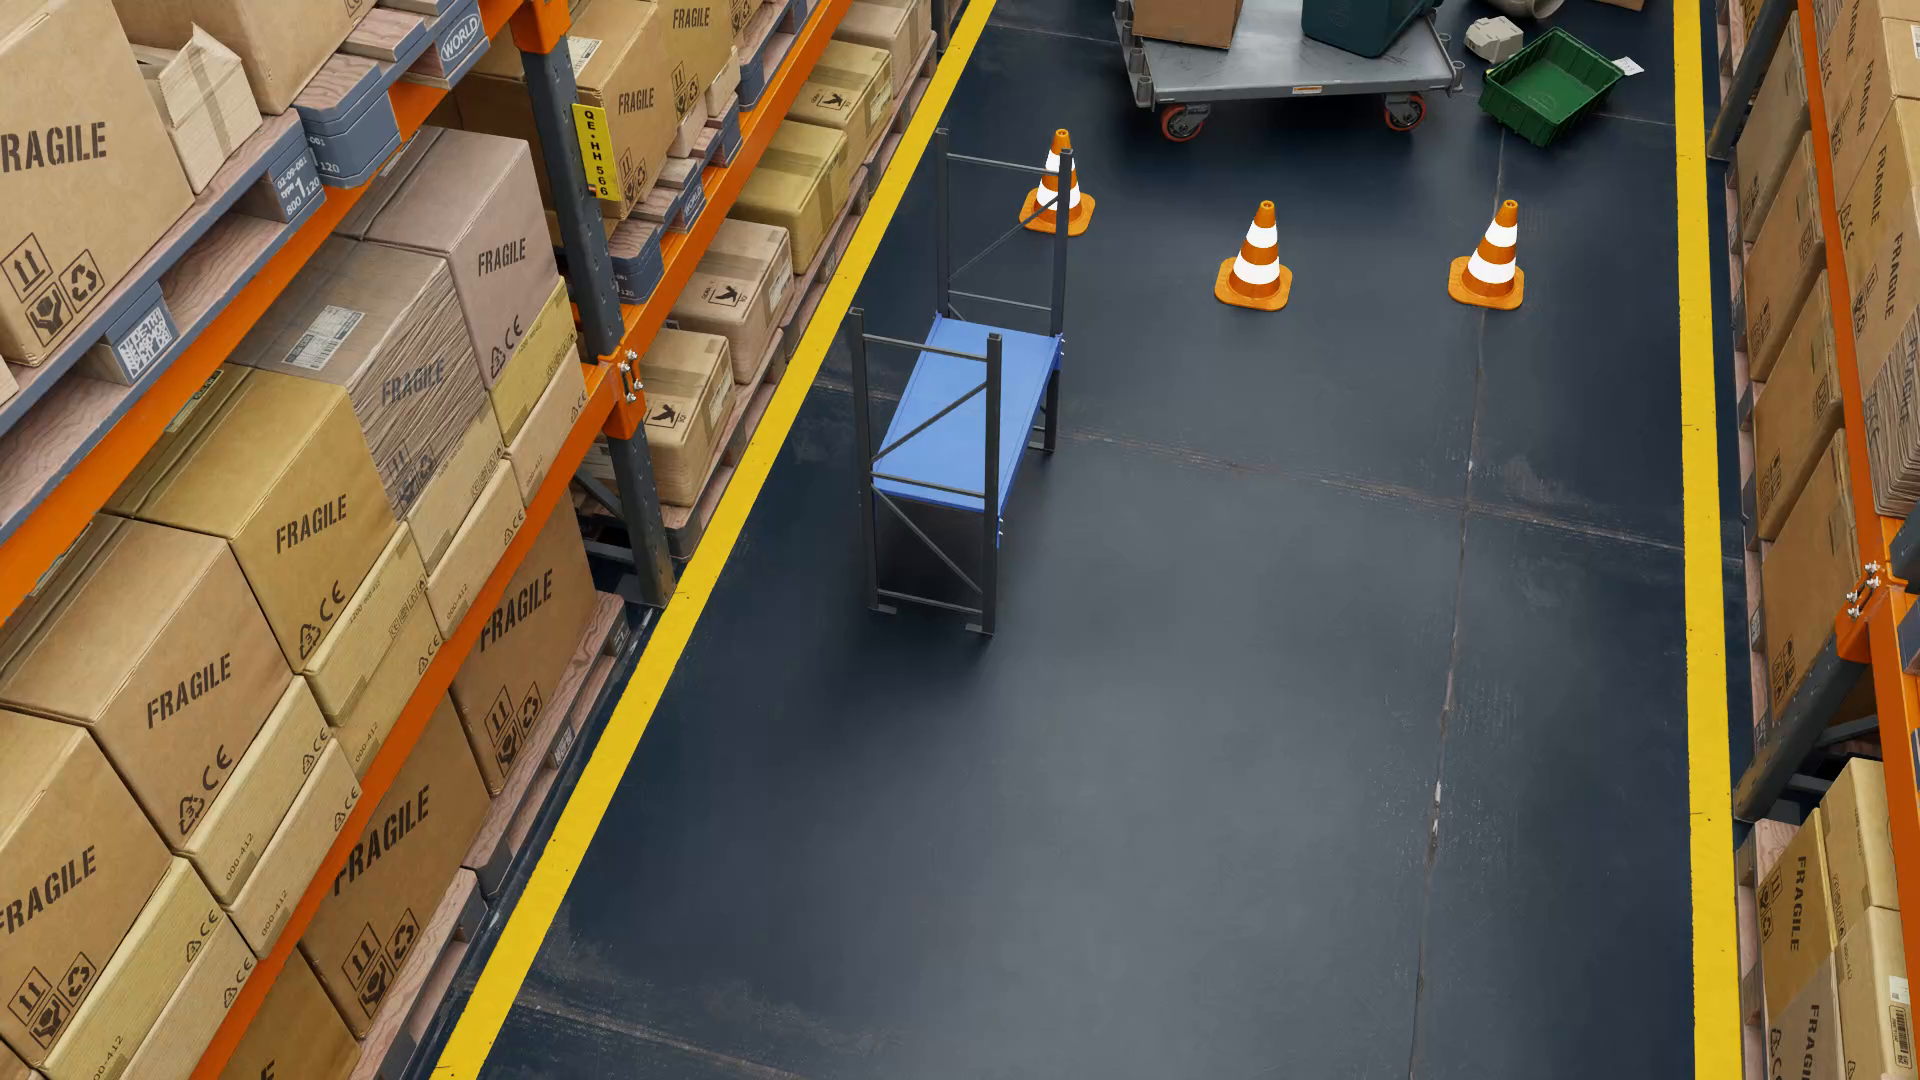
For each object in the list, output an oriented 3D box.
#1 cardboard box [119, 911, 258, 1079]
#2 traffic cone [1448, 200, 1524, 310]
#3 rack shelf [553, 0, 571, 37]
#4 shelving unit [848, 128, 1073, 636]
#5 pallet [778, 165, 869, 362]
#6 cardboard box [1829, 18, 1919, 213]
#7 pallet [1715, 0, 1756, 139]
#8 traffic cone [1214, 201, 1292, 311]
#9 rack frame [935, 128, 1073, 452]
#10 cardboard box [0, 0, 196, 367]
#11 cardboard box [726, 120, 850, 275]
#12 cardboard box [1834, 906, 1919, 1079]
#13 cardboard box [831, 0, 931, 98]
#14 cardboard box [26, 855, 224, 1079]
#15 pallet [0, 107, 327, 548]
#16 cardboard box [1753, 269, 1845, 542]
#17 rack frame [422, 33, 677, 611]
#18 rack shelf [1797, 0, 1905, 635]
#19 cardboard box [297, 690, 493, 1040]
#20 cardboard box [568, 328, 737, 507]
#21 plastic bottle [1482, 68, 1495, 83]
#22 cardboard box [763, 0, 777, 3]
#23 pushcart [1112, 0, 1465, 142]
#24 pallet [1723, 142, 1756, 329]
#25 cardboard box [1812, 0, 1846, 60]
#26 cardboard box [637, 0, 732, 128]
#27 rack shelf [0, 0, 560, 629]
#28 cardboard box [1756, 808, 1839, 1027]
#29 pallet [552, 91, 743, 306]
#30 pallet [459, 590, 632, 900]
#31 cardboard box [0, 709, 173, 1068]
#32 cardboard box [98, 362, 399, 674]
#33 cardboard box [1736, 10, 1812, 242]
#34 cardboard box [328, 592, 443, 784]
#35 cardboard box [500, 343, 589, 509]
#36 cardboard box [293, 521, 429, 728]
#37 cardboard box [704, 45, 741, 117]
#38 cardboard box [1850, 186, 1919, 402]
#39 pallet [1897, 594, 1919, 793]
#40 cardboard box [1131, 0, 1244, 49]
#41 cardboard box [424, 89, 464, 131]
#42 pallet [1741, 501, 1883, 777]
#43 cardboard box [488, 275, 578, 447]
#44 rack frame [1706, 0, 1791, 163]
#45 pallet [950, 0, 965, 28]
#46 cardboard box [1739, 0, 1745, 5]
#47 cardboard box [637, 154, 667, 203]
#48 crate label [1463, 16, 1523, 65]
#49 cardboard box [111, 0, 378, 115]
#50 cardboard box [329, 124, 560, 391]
[{"bbox_3d":[-2.003,1.072,3.822,0.500,0.250,0.500,11,50,10],"label":"cardboard box"},{"bbox_3d":[2.440,-1.340,7.543,0.336,0.463,0.334,12,50,10],"label":"traffic cone"},{"bbox_3d":[-1.079,-3.063,5.851,1.077,0.370,4.000,12,50,10],"label":"rack shelf"},{"bbox_3d":[0.022,-0.558,6.161,0.538,1.500,1.048,12,50,10],"label":"shelving unit"},{"bbox_3d":[-1.075,-1.384,7.750,1.003,0.211,1.213,12,50,10],"label":"pallet"},{"bbox_3d":[3.451,-1.464,5.894,0.500,0.500,0.500,12,50,11],"label":"cardboard box"},{"bbox_3d":[4.525,-2.464,8.702,1.003,0.211,1.213,12,50,10],"label":"pallet"},{"bbox_3d":[1.360,-1.336,7.539,0.336,0.463,0.334,12,50,10],"label":"traffic cone"},{"bbox_3d":[0.156,-0.926,6.486,0.500,1.500,0.032,12,50,10],"label":"rack frame"},{"bbox_3d":[-1.789,-0.695,2.934,0.500,0.500,0.500,12,50,10],"label":"cardboard box"},{"bbox_3d":[-1.055,-1.621,7.571,0.950,0.372,0.625,13,50,11],"label":"cardboard box"},{"bbox_3d":[2.648,1.299,4.408,0.500,0.250,0.500,11,49,10],"label":"cardboard box"},{"bbox_3d":[-0.688,-2.645,8.475,0.950,0.372,0.625,12,50,11],"label":"cardboard box"},{"bbox_3d":[-2.002,0.910,3.631,0.500,0.250,0.500,12,50,11],"label":"cardboard box"},{"bbox_3d":[-2.015,-0.507,3.241,1.003,0.211,1.213,14,50,12],"label":"pallet"},{"bbox_3d":[3.671,-0.409,6.249,1.050,0.750,0.750,12,50,11],"label":"cardboard box"},{"bbox_3d":[-1.605,-0.862,5.429,1.000,3.000,0.127,12,50,10],"label":"rack frame"},{"bbox_3d":[3.723,-1.167,6.178,1.077,0.370,4.000,12,50,10],"label":"rack shelf"},{"bbox_3d":[-2.106,0.829,5.073,0.875,0.875,0.875,12,50,10],"label":"cardboard box"},{"bbox_3d":[-1.447,-0.538,6.616,0.950,0.372,0.625,9,49,7],"label":"cardboard box"},{"bbox_3d":[2.866,-2.377,8.726,0.133,0.061,0.283,-11,50,-10],"label":"plastic bottle"},{"bbox_3d":[-0.868,-2.276,6.564,0.380,0.149,0.250,13,50,11],"label":"cardboard box"},{"bbox_3d":[1.660,-2.474,8.601,1.648,0.377,0.936,-4,49,-3],"label":"pushcart"},{"bbox_3d":[4.119,-1.356,7.725,1.003,0.211,1.213,12,50,10],"label":"pallet"},{"bbox_3d":[3.719,-2.192,6.536,0.500,0.500,0.500,12,50,10],"label":"cardboard box"},{"bbox_3d":[-1.133,-1.791,5.704,0.500,0.500,0.500,14,50,12],"label":"cardboard box"},{"bbox_3d":[-2.132,-0.170,3.297,1.077,0.370,4.000,12,50,10],"label":"rack shelf"},{"bbox_3d":[2.765,1.191,5.004,0.500,0.500,0.500,10,49,8],"label":"cardboard box"},{"bbox_3d":[-1.520,-1.335,5.975,1.213,0.211,1.003,12,50,10],"label":"pallet"},{"bbox_3d":[-1.885,0.616,5.984,1.003,0.211,1.213,12,50,10],"label":"pallet"},{"bbox_3d":[-2.023,0.670,3.343,0.500,0.500,0.500,10,49,9],"label":"cardboard box"},{"bbox_3d":[-1.753,-0.070,3.996,0.500,0.500,0.500,12,50,10],"label":"cardboard box"},{"bbox_3d":[4.173,-1.780,7.459,1.050,0.750,0.750,11,50,10],"label":"cardboard box"},{"bbox_3d":[-1.755,0.338,4.470,0.500,0.250,0.500,11,50,10],"label":"cardboard box"},{"bbox_3d":[-1.488,-0.396,5.117,0.500,0.250,0.500,10,49,9],"label":"cardboard box"},{"bbox_3d":[-1.734,0.168,4.286,0.500,0.250,0.500,10,49,9],"label":"cardboard box"},{"bbox_3d":[-1.025,-1.698,6.054,0.380,0.149,0.250,12,50,10],"label":"cardboard box"},{"bbox_3d":[3.189,-0.731,5.247,0.500,0.500,0.500,12,50,10],"label":"cardboard box"},{"bbox_3d":[3.112,0.642,4.230,1.213,0.211,1.003,12,50,10],"label":"pallet"},{"bbox_3d":[1.173,-2.849,8.345,0.500,0.500,0.500,12,50,10],"label":"cardboard box"},{"bbox_3d":[-1.754,-1.516,5.461,0.500,0.500,0.500,10,49,9],"label":"cardboard box"},{"bbox_3d":[3.477,0.409,6.167,1.003,0.211,1.213,12,50,10],"label":"pallet"},{"bbox_3d":[-1.488,-0.577,4.944,0.500,0.250,0.500,11,50,10],"label":"cardboard box"},{"bbox_3d":[4.250,-2.852,7.185,1.000,3.000,0.127,12,50,10],"label":"rack frame"},{"bbox_3d":[-0.410,-3.325,9.463,1.003,0.211,1.213,12,50,10],"label":"pallet"},{"bbox_3d":[4.716,-3.381,8.790,0.875,0.875,0.875,12,50,10],"label":"cardboard box"},{"bbox_3d":[-1.234,-1.314,5.716,0.380,0.149,0.250,9,49,8],"label":"cardboard box"},{"bbox_3d":[2.880,-2.704,8.964,0.298,0.136,0.250,-19,51,-16],"label":"crate label"},{"bbox_3d":[-1.683,-1.273,3.444,0.700,0.500,0.500,9,49,8],"label":"cardboard box"},{"bbox_3d":[-1.489,-0.801,4.641,0.500,0.500,0.500,10,49,9],"label":"cardboard box"}]
